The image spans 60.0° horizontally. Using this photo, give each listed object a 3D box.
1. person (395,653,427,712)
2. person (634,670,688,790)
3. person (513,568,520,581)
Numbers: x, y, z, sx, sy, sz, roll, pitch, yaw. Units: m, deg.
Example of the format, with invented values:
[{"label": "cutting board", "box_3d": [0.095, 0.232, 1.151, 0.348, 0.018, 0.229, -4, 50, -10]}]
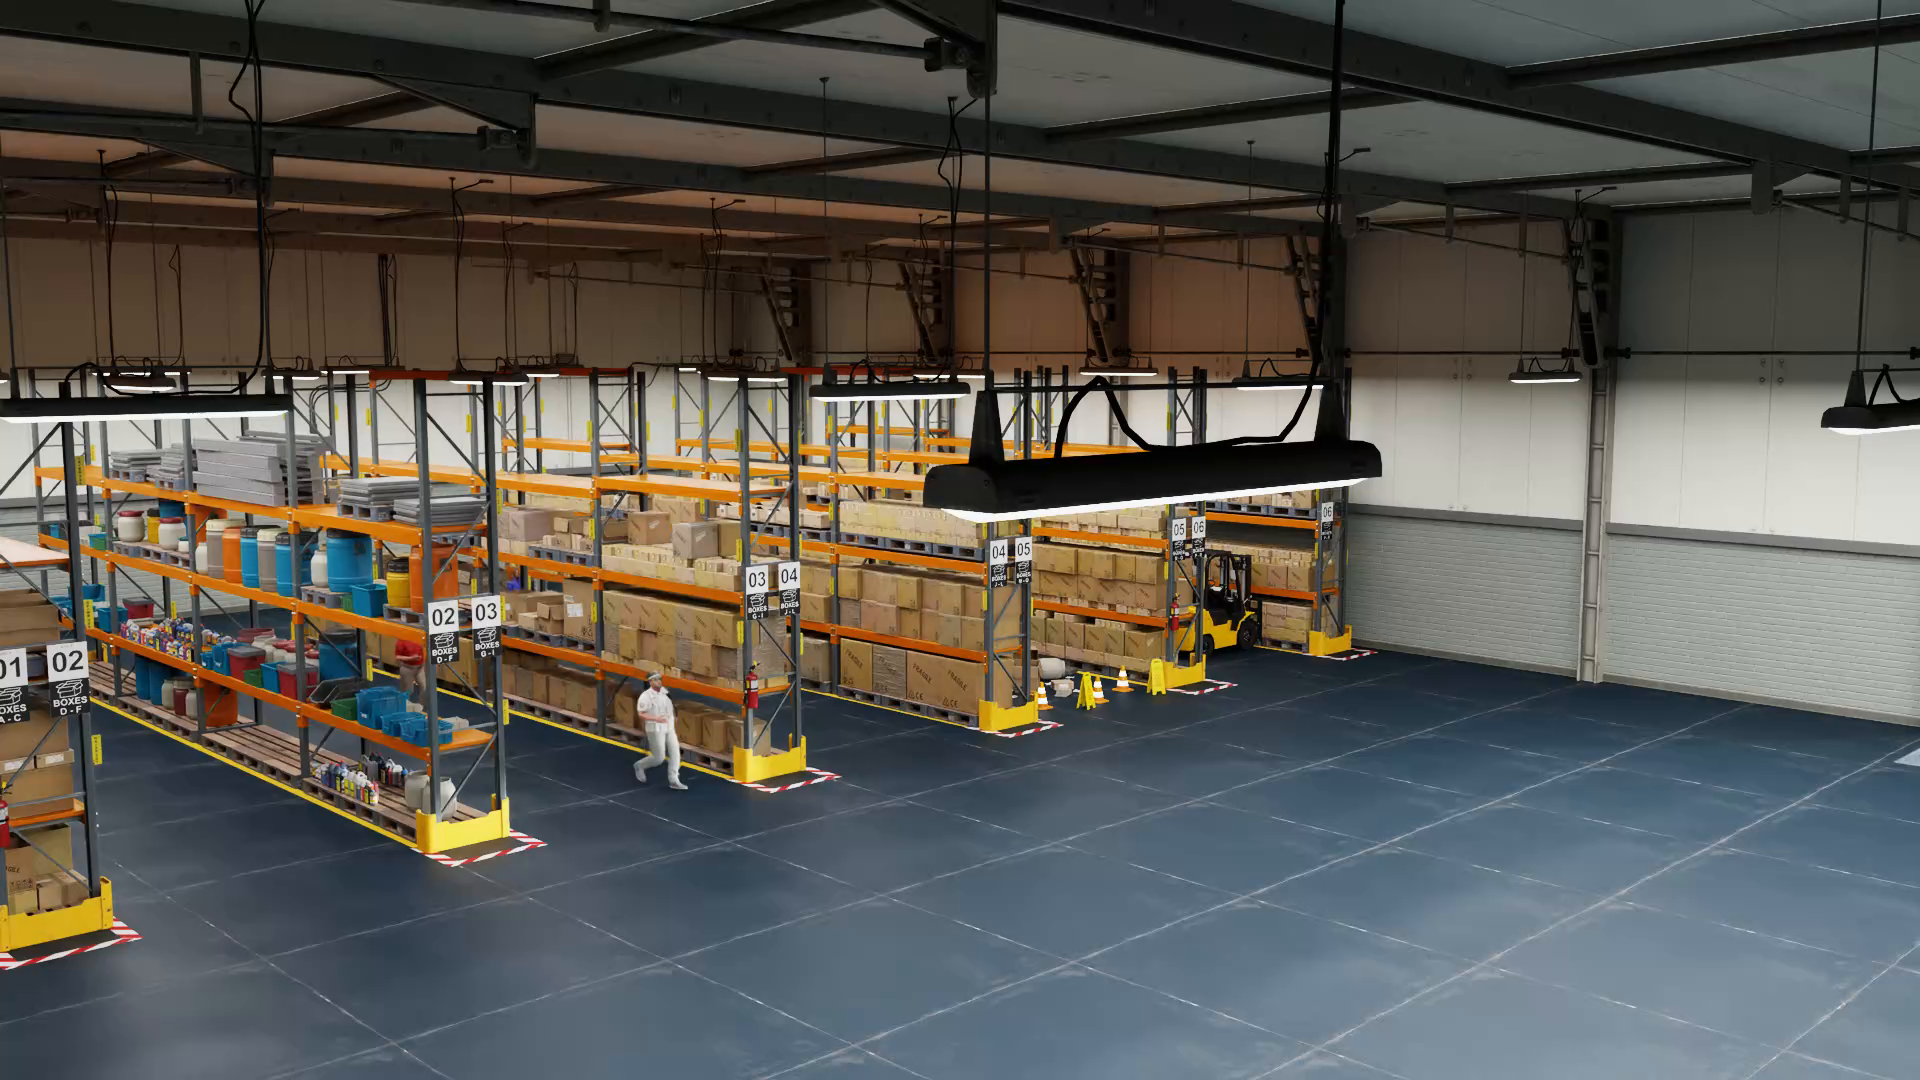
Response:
[{"label": "person", "box_3d": [-9.366, 2.287, 28.465, 0.767, 1.786, 0.636, 5, 8, 37]}, {"label": "person", "box_3d": [-4.326, 2.744, 24.181, 0.890, 1.732, 0.646, 5, 8, 39]}, {"label": "person", "box_3d": [-9.705, 1.419, 36.556, 0.594, 1.629, 0.608, -5, 8, -39]}]
